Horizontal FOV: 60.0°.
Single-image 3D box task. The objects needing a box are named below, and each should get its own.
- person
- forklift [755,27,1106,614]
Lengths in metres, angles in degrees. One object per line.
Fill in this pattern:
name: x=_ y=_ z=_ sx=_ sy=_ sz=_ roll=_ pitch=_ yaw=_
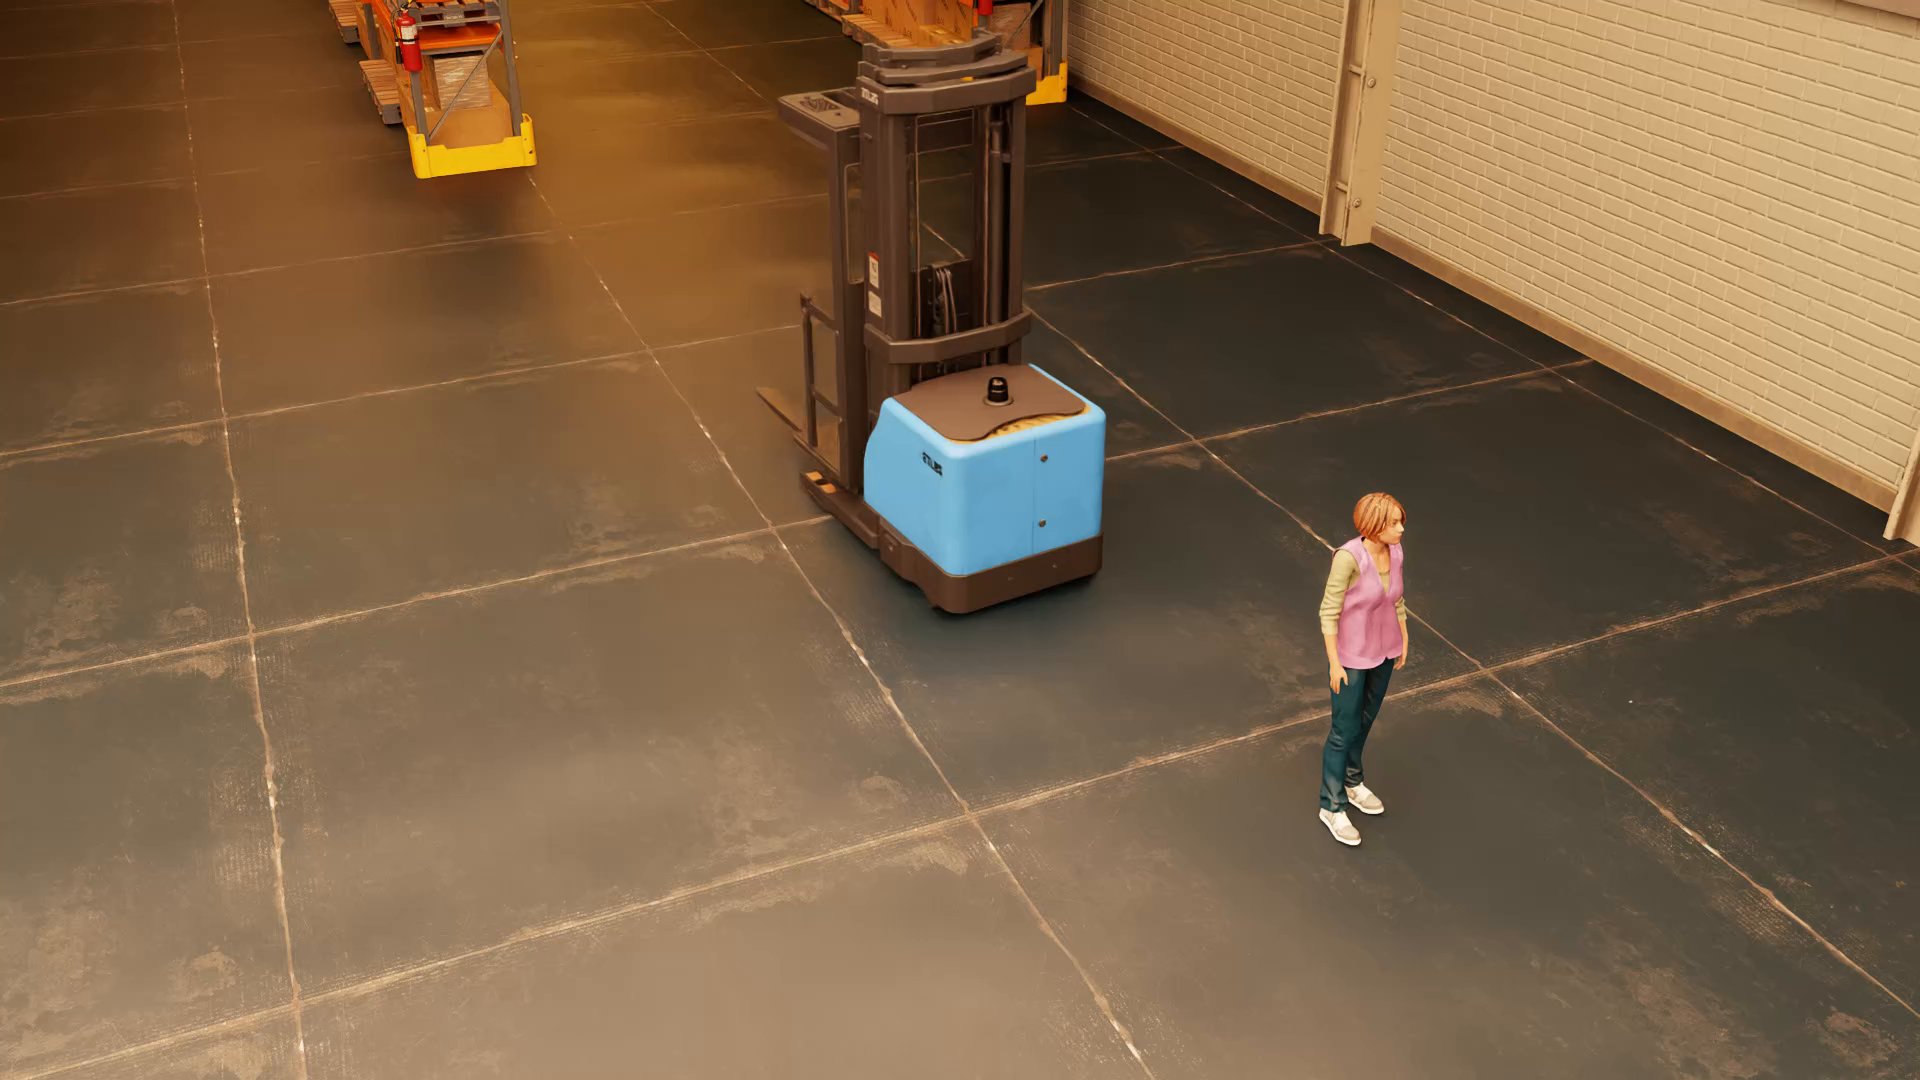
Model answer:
person: x=1.859 y=0.597 z=7.499 sx=0.520 sy=1.506 sz=0.475 roll=-19 pitch=35 yaw=-30
forklift: x=-0.357 y=-1.561 z=9.849 sx=1.130 sy=2.935 sz=3.031 roll=-16 pitch=34 yaw=-26
